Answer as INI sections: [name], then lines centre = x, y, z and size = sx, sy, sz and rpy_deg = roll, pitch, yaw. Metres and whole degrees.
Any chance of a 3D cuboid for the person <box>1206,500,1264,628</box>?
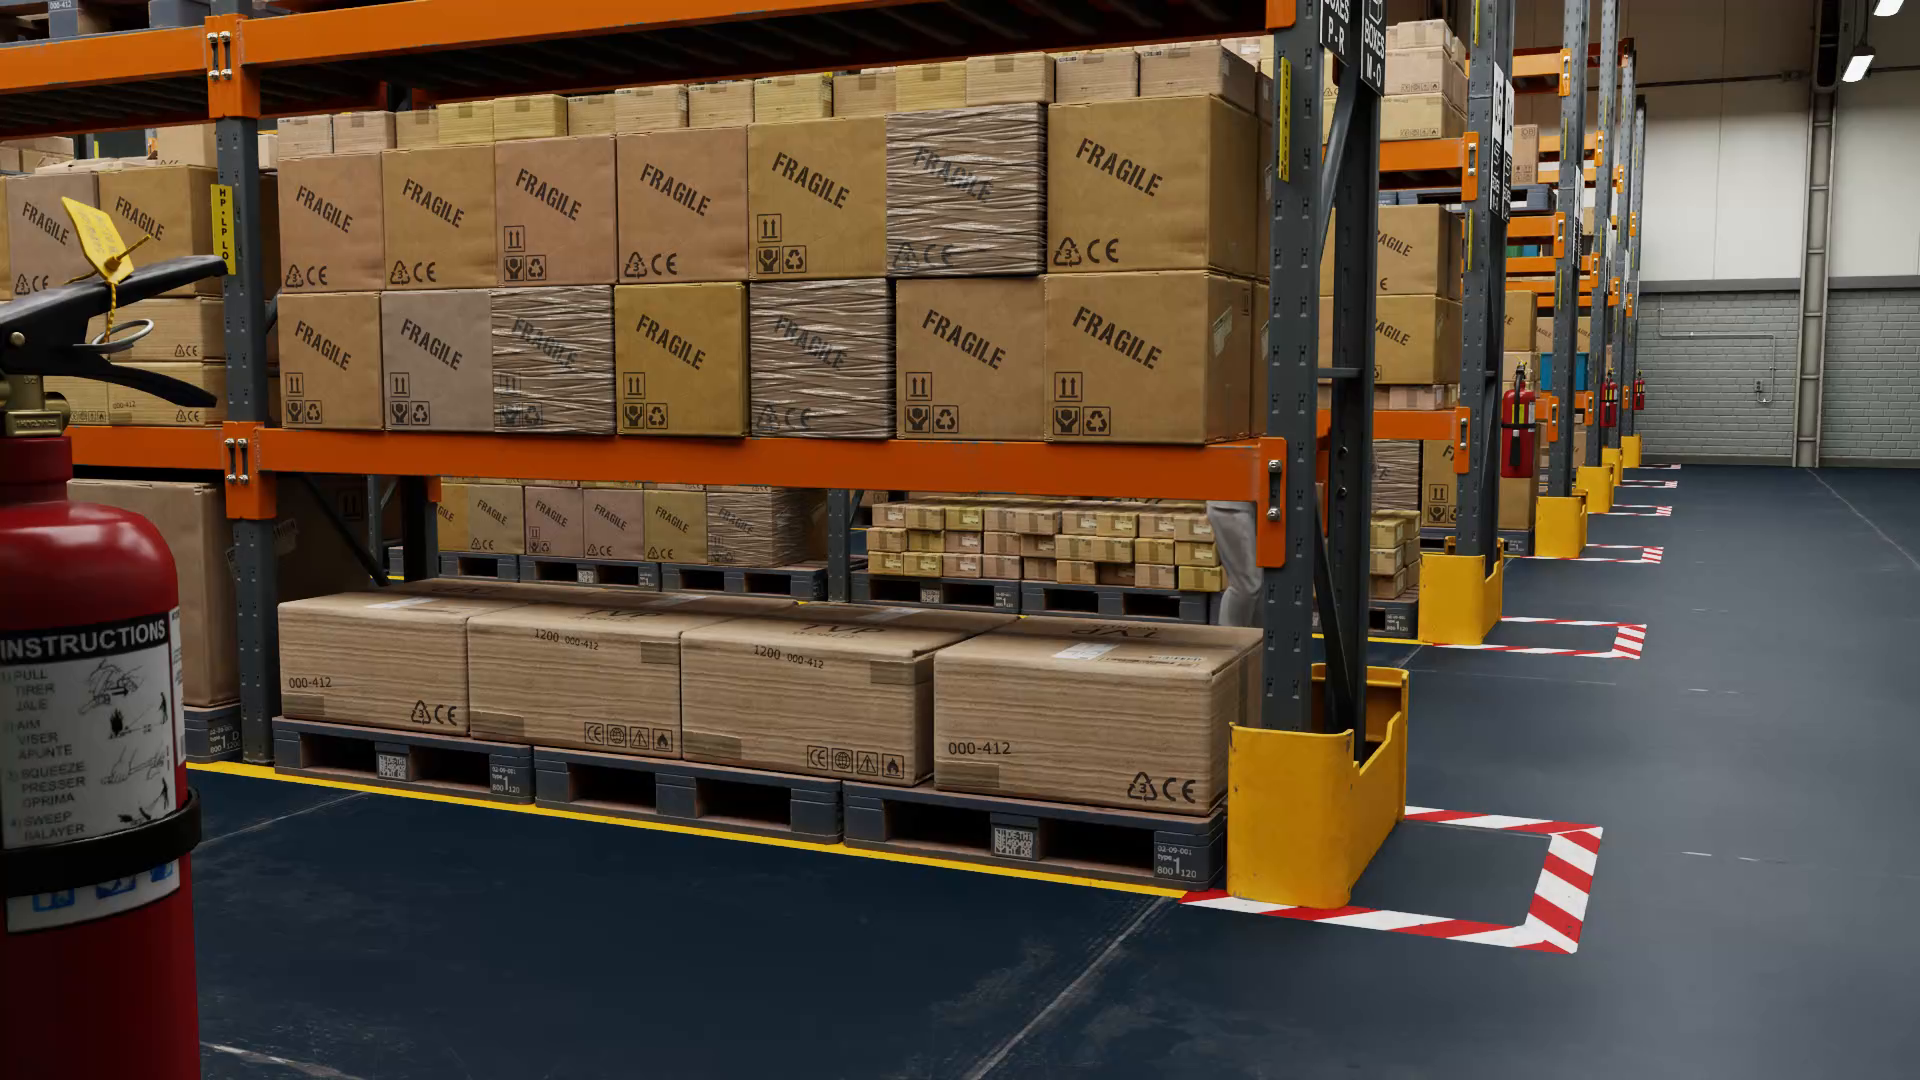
[person]
centre = 1.482, -0.121, 8.145
size = 0.529, 1.645, 0.410
rpy_deg = 2, 6, 23
